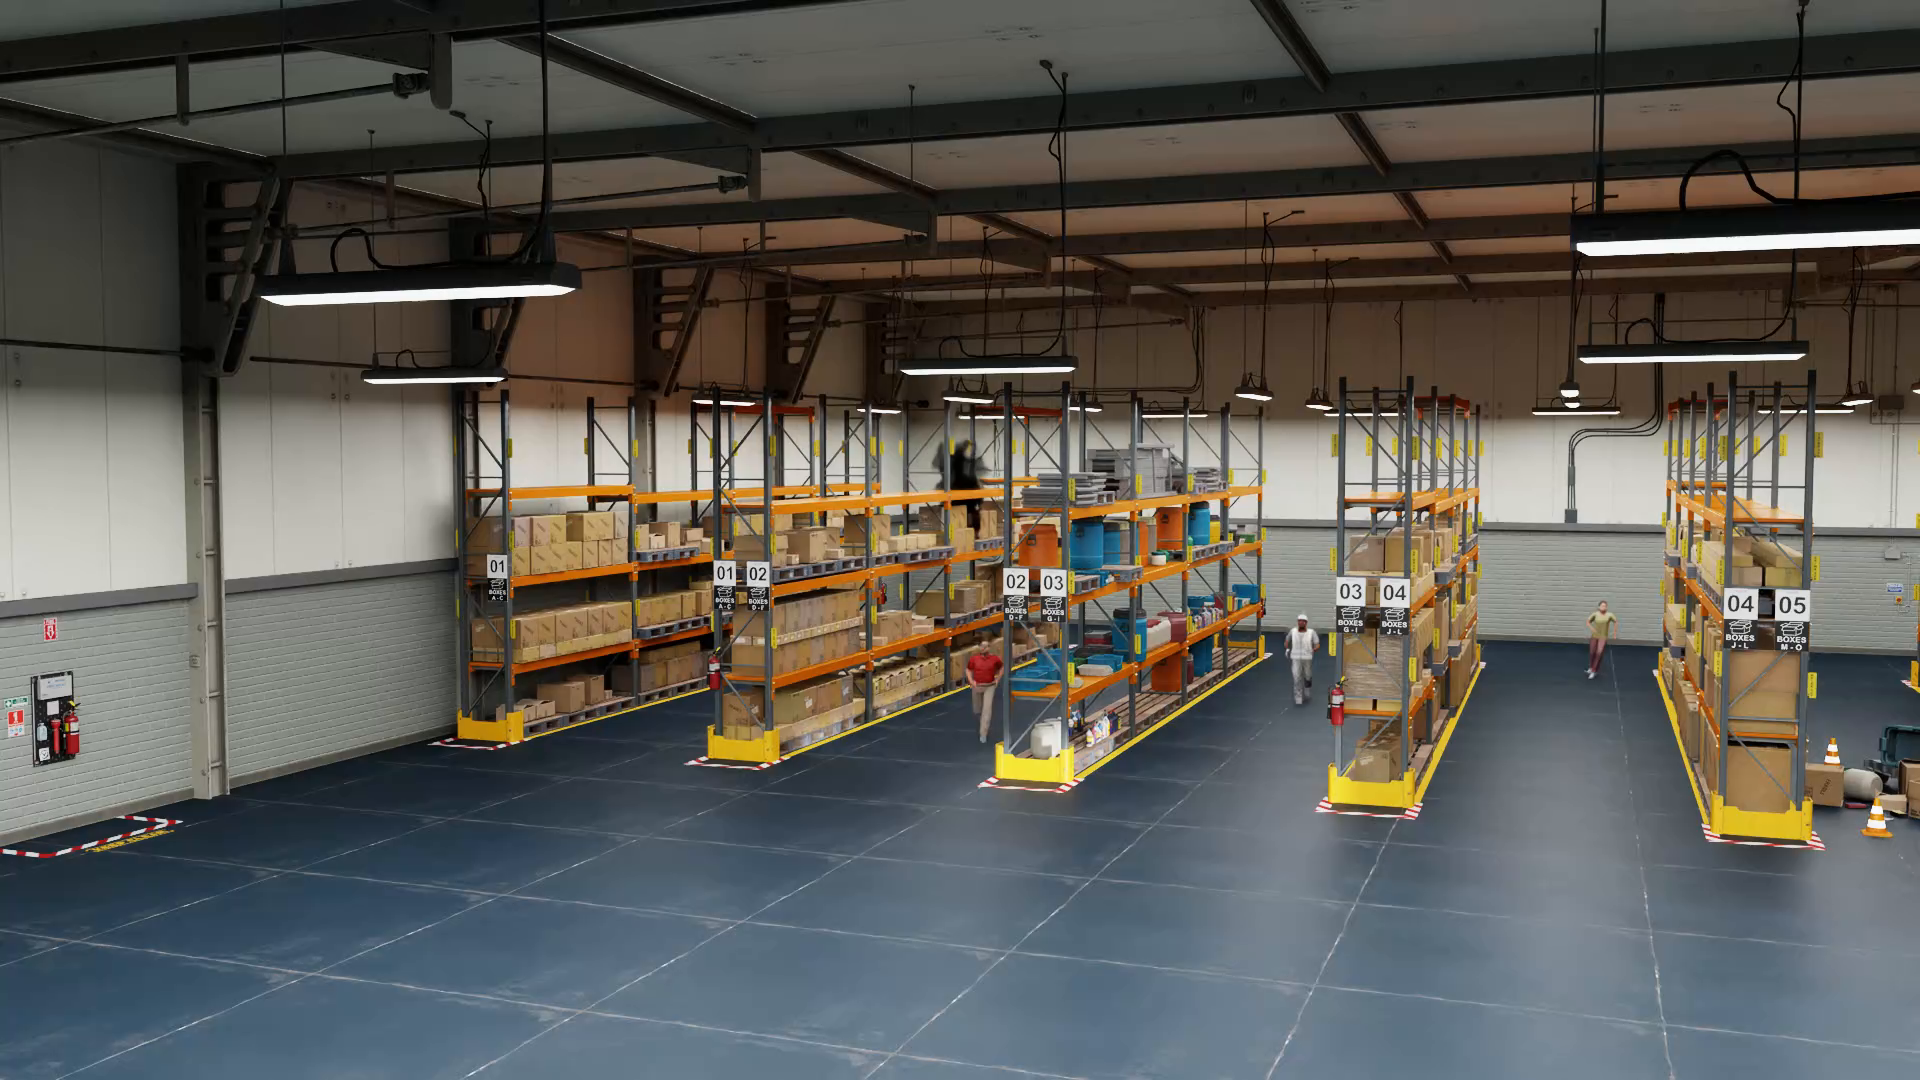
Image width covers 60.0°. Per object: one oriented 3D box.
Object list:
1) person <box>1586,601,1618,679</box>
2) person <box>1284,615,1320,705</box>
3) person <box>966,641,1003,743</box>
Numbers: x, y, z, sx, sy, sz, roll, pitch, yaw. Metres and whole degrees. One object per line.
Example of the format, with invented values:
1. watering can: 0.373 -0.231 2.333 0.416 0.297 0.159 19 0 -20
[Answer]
1. person: 14.036 2.170 36.407 0.631 1.696 0.813 2 4 29
2. person: 6.700 2.334 32.617 0.696 1.750 0.818 1 3 16
3. person: 0.420 2.597 28.764 0.642 1.724 1.031 1 3 13
